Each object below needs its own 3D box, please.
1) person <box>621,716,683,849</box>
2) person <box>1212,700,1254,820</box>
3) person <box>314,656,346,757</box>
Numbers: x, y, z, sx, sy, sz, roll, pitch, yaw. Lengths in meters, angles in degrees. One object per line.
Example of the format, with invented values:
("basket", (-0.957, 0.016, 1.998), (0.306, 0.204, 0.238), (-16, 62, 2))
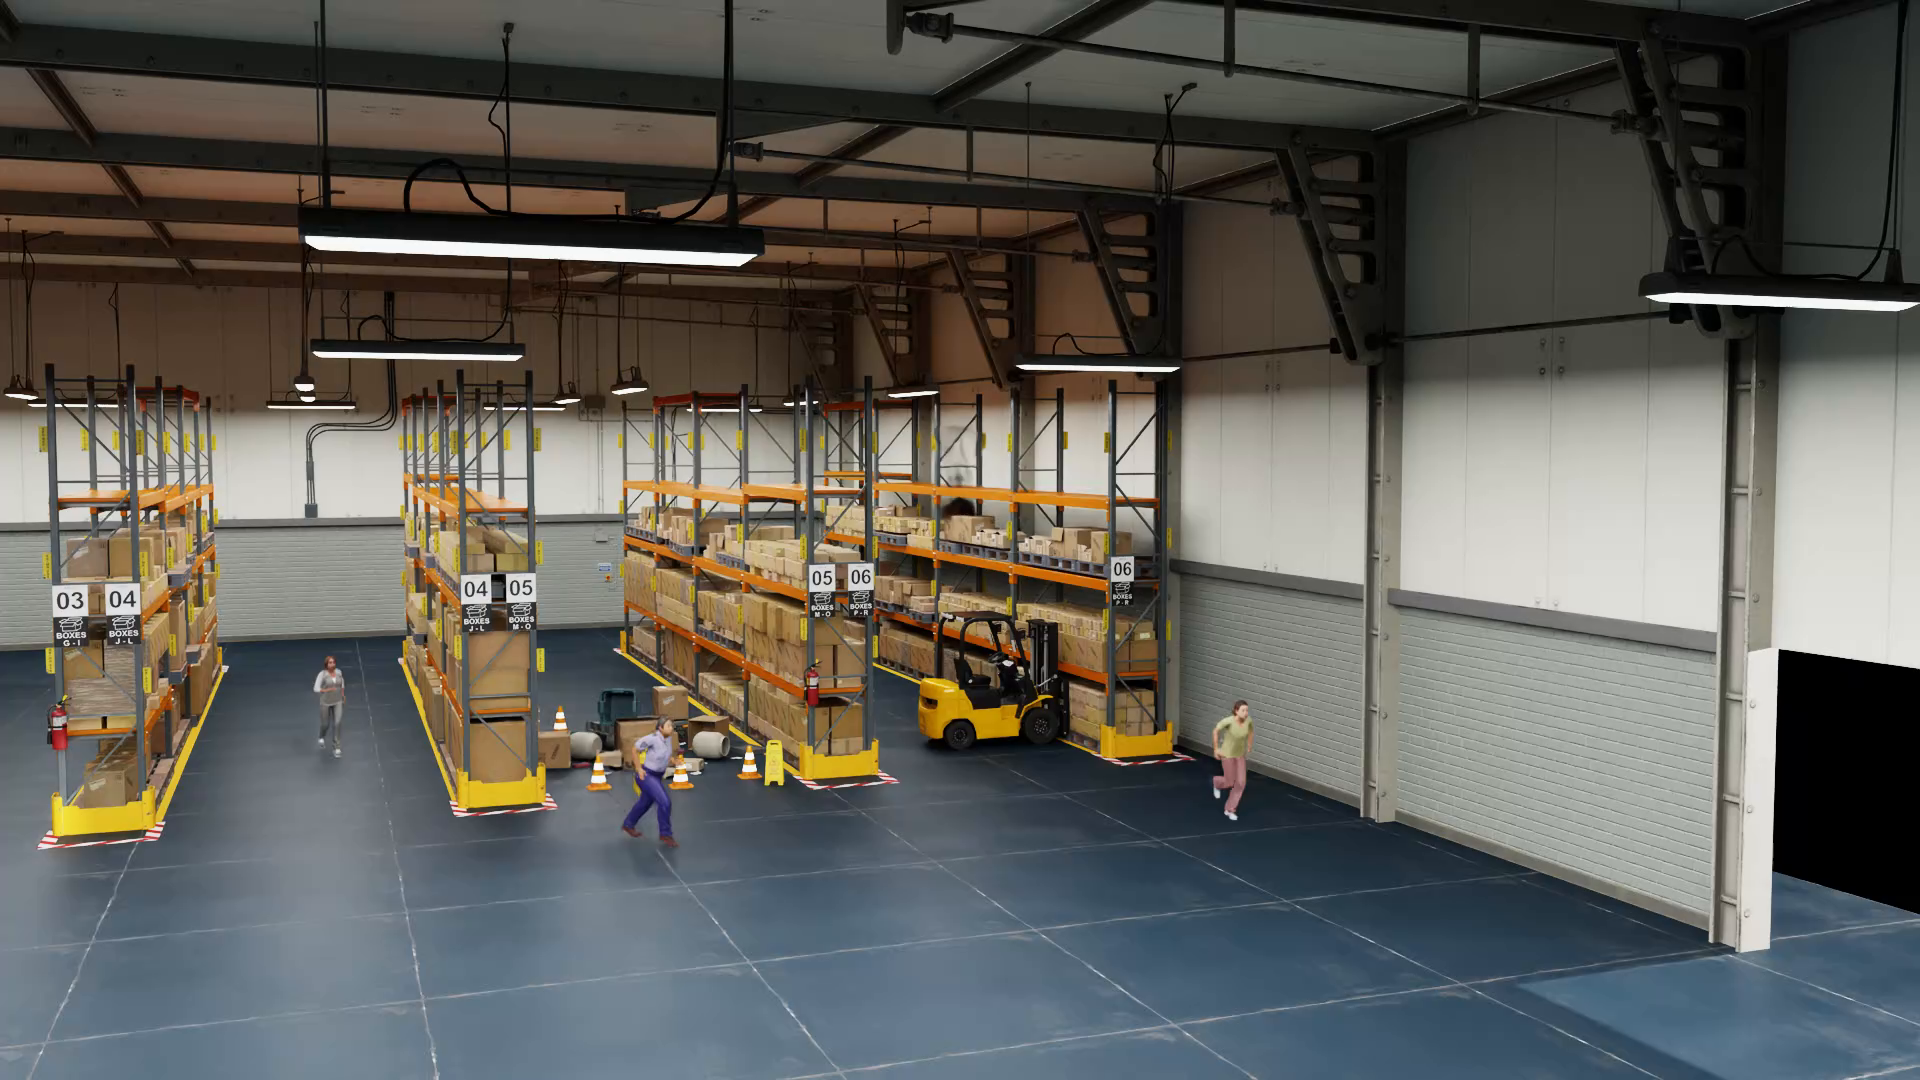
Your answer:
("person", (-3.880, 3.007, 20.730), (0.907, 1.628, 0.597), (1, 4, 21))
("person", (3.644, 2.919, 22.360), (0.576, 1.612, 0.778), (-2, 4, -25))
("person", (-10.060, 2.629, 26.556), (0.537, 1.586, 0.881), (-3, 4, -37))
